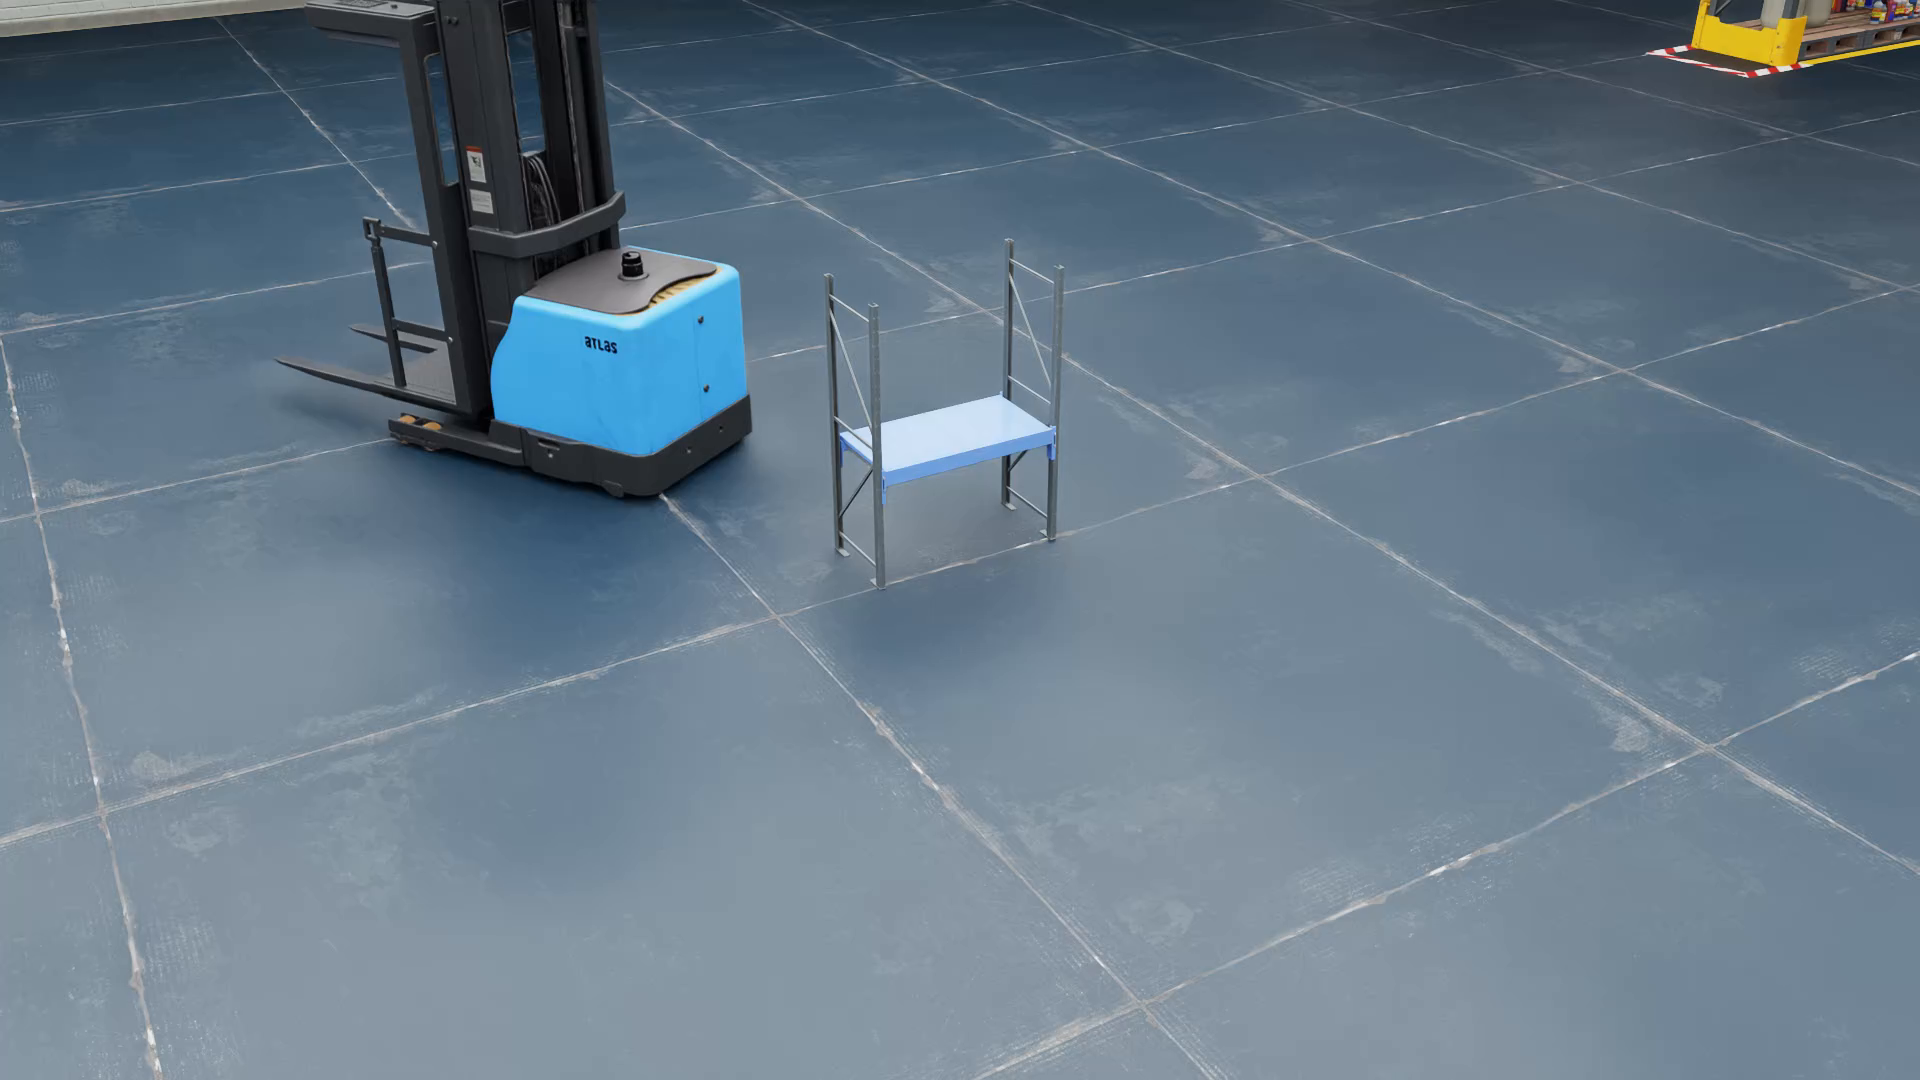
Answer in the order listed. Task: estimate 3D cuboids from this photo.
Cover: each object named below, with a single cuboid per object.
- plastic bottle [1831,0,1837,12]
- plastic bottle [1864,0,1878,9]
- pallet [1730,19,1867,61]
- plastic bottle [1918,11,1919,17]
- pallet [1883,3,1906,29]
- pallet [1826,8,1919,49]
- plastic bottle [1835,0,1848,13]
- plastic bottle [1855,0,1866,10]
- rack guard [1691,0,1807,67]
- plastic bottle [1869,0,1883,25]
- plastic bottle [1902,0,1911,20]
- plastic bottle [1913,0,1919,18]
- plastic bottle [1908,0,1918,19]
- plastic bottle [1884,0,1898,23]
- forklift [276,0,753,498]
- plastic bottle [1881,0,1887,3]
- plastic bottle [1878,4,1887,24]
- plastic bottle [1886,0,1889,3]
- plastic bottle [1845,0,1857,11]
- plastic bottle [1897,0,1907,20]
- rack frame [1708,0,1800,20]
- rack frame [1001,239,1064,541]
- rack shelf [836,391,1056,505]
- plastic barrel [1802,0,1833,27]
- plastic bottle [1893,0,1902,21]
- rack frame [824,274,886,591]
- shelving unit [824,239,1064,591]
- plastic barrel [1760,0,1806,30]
[{"bbox_3d":[10.291,-6.377,19.565,0.135,0.276,0.152,-16,33,-26],"label":"plastic bottle"},{"bbox_3d":[10.808,-6.443,19.684,0.135,0.276,0.152,-16,33,-26],"label":"plastic bottle"},{"bbox_3d":[9.443,-5.709,18.876,1.213,0.211,1.003,-16,33,-26],"label":"pallet"},{"bbox_3d":[11.152,-6.232,19.302,0.135,0.276,0.152,-15,32,-25],"label":"plastic bottle"},{"bbox_3d":[11.547,-6.306,19.958,1.213,0.211,1.003,-16,33,-26],"label":"pallet"},{"bbox_3d":[10.494,-6.005,19.413,1.213,0.211,1.003,-16,33,-26],"label":"pallet"},{"bbox_3d":[10.345,-6.336,19.483,0.133,0.283,0.061,-16,33,-26],"label":"plastic bottle"},{"bbox_3d":[10.650,-6.381,19.649,0.097,0.201,0.097,0,29,0],"label":"plastic bottle"},{"bbox_3d":[8.740,-5.638,18.449,0.348,0.500,1.175,-16,33,-26],"label":"rack guard"},{"bbox_3d":[10.419,-6.007,18.898,0.097,0.271,0.097,0,29,0],"label":"plastic bottle"},{"bbox_3d":[10.887,-6.109,19.155,0.097,0.201,0.097,0,29,0],"label":"plastic bottle"},{"bbox_3d":[11.064,-6.159,19.247,0.097,0.201,0.097,0,29,0],"label":"plastic bottle"},{"bbox_3d":[10.976,-6.165,19.184,0.097,0.271,0.097,0,29,0],"label":"plastic bottle"},{"bbox_3d":[10.624,-6.060,18.982,0.133,0.283,0.061,-15,32,-26],"label":"plastic bottle"},{"bbox_3d":[-2.758,-2.007,9.353,3.031,2.935,1.130,15,32,24],"label":"forklift"},{"bbox_3d":[11.078,-6.636,19.956,0.185,0.351,0.144,-17,33,-28],"label":"plastic bottle"},{"bbox_3d":[10.509,-6.001,18.961,0.097,0.201,0.097,0,29,0],"label":"plastic bottle"},{"bbox_3d":[11.177,-6.561,19.903,0.097,0.271,0.097,0,29,0],"label":"plastic bottle"},{"bbox_3d":[10.490,-6.331,19.558,0.097,0.201,0.097,0,29,0],"label":"plastic bottle"},{"bbox_3d":[10.801,-6.115,19.095,0.097,0.271,0.097,0,29,0],"label":"plastic bottle"},{"bbox_3d":[8.698,-6.695,17.776,0.127,3.000,1.000,-16,33,-26],"label":"rack frame"},{"bbox_3d":[0.365,-0.760,8.575,0.032,1.500,0.500,-16,33,-26],"label":"rack frame"},{"bbox_3d":[-0.074,-0.478,8.437,1.000,0.185,0.538,-16,33,-26],"label":"rack shelf"},{"bbox_3d":[9.659,-6.105,18.848,0.421,0.512,0.421,0,29,0],"label":"plastic barrel"},{"bbox_3d":[10.715,-6.091,19.050,0.097,0.271,0.097,0,29,0],"label":"plastic bottle"},{"bbox_3d":[-0.512,-0.511,8.124,0.032,1.500,0.500,-16,33,-26],"label":"rack frame"},{"bbox_3d":[-0.074,-0.636,8.350,1.048,1.500,0.538,-16,33,-26],"label":"shelving unit"},{"bbox_3d":[9.227,-5.982,18.625,0.421,0.512,0.421,0,29,0],"label":"plastic barrel"}]
